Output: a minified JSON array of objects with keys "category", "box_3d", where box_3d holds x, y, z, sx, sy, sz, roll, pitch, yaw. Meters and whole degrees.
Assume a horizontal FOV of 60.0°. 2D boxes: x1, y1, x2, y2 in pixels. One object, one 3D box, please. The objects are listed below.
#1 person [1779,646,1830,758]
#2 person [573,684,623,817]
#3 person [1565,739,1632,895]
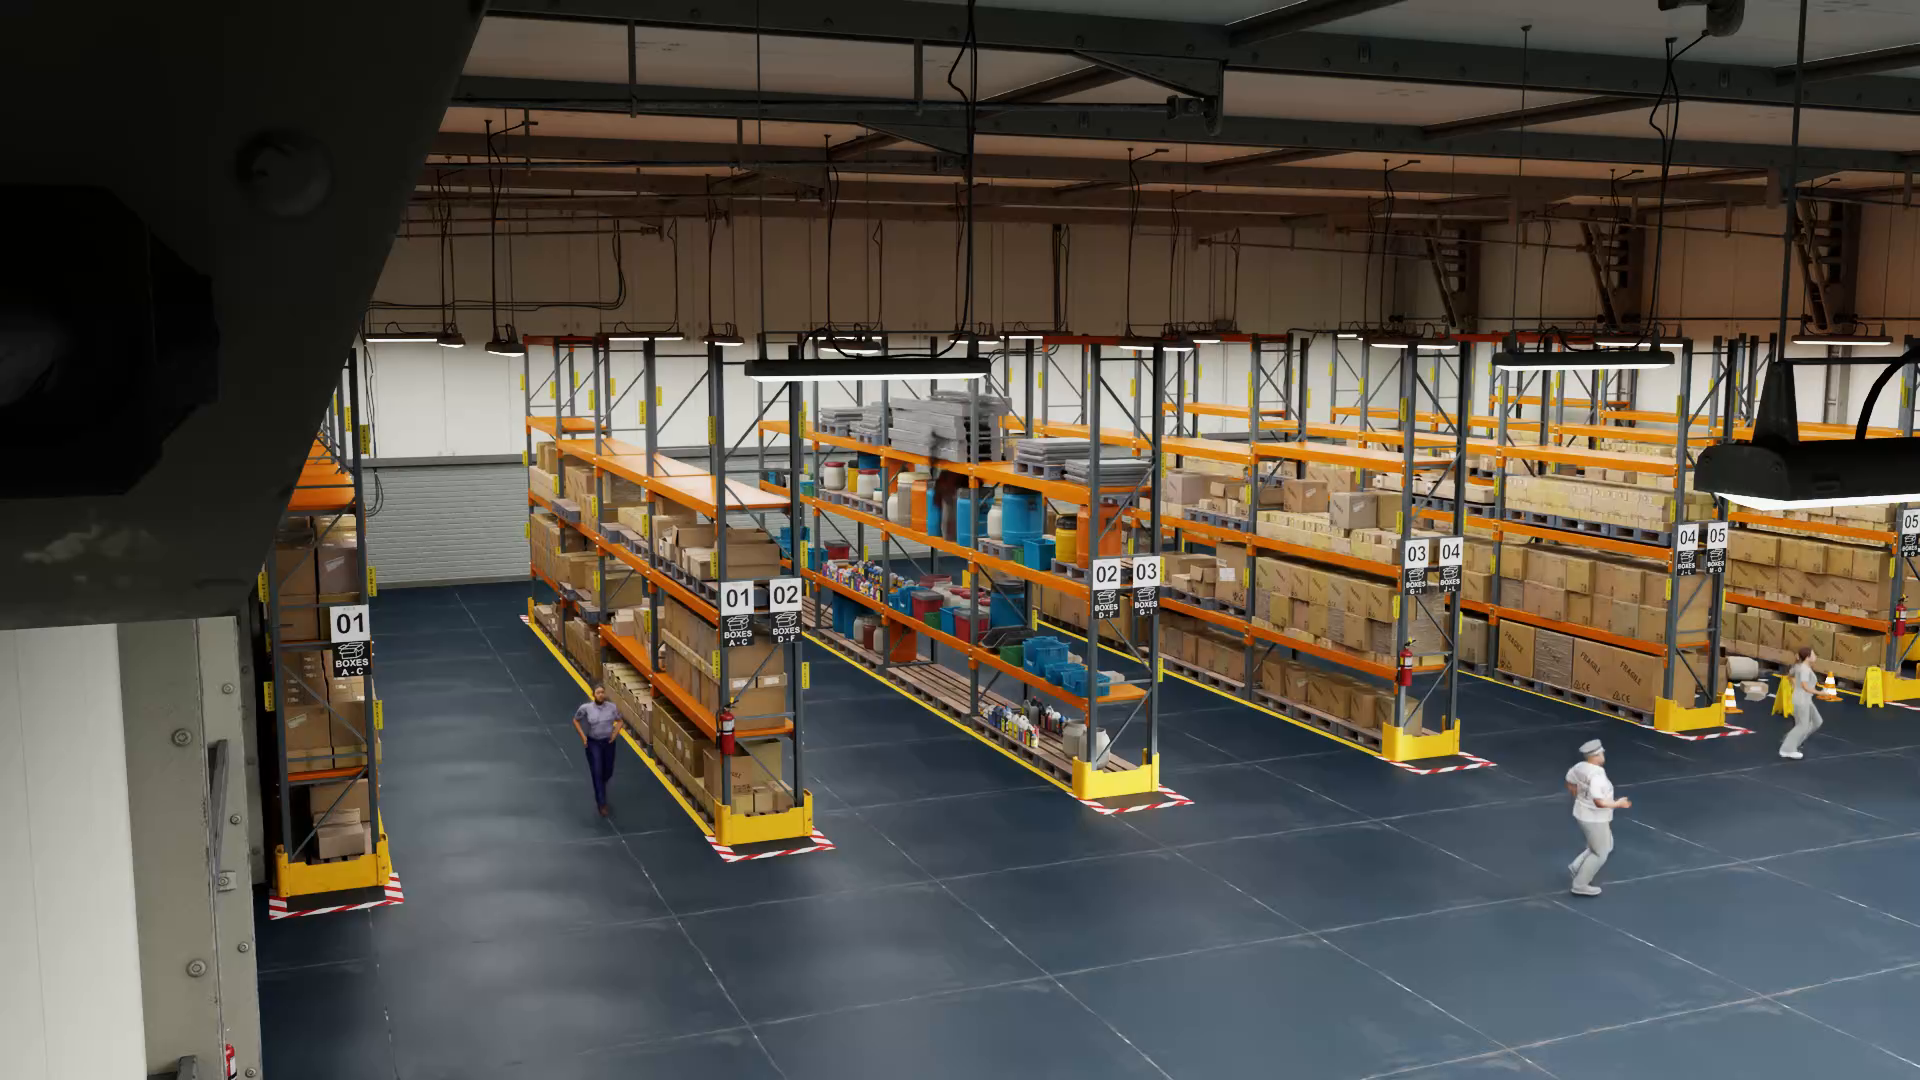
[{"category":"person","box_3d":[12.173,2.338,23.942,0.591,1.636,0.574,3,8,23]},{"category":"person","box_3d":[-4.659,2.674,21.534,0.623,1.654,0.820,-4,8,-26]},{"category":"person","box_3d":[7.029,3.040,18.285,0.602,1.744,0.650,0,8,1]}]
